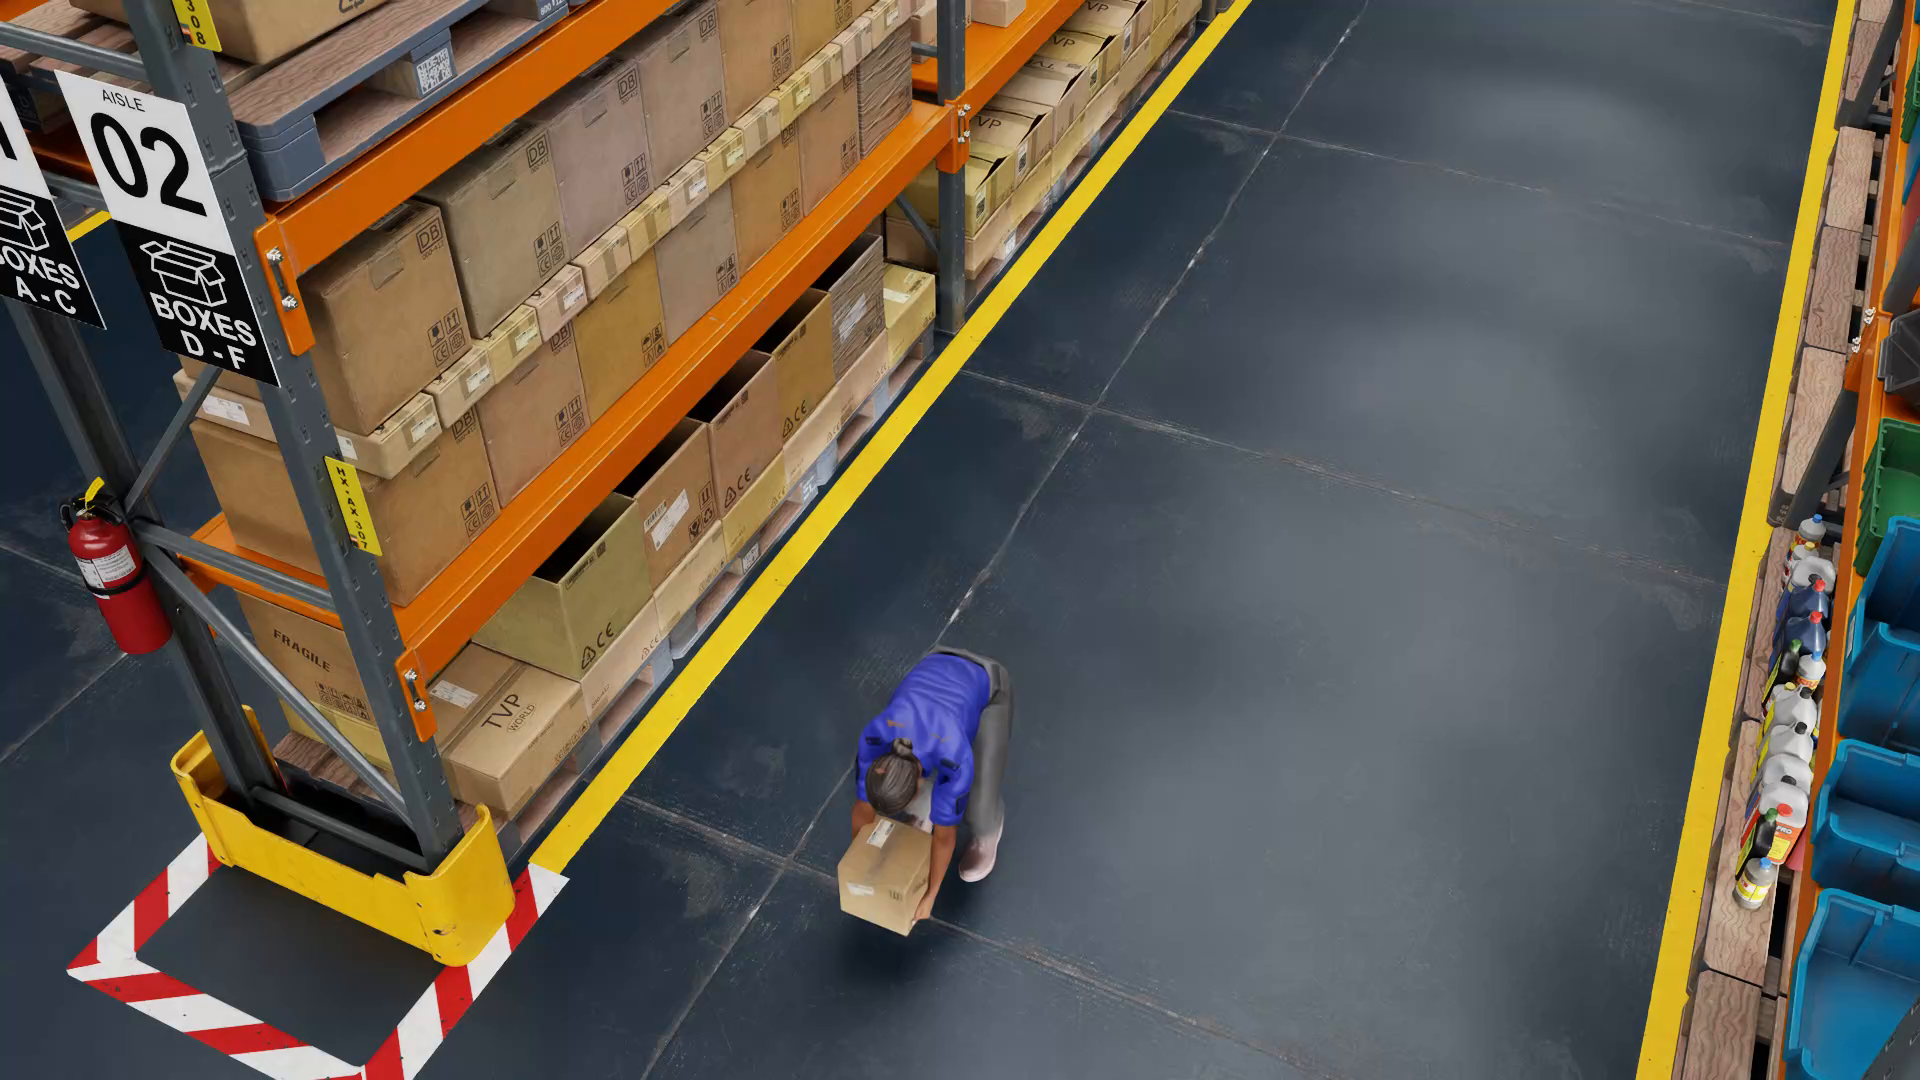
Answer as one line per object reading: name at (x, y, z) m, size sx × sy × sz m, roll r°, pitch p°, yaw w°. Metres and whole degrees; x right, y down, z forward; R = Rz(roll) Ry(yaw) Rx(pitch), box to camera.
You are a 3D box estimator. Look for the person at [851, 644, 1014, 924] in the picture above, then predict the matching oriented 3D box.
person at (-0.098, 0.848, 5.714) m, size 0.461 × 1.012 × 0.861 m, roll 15°, pitch 44°, yaw 16°
